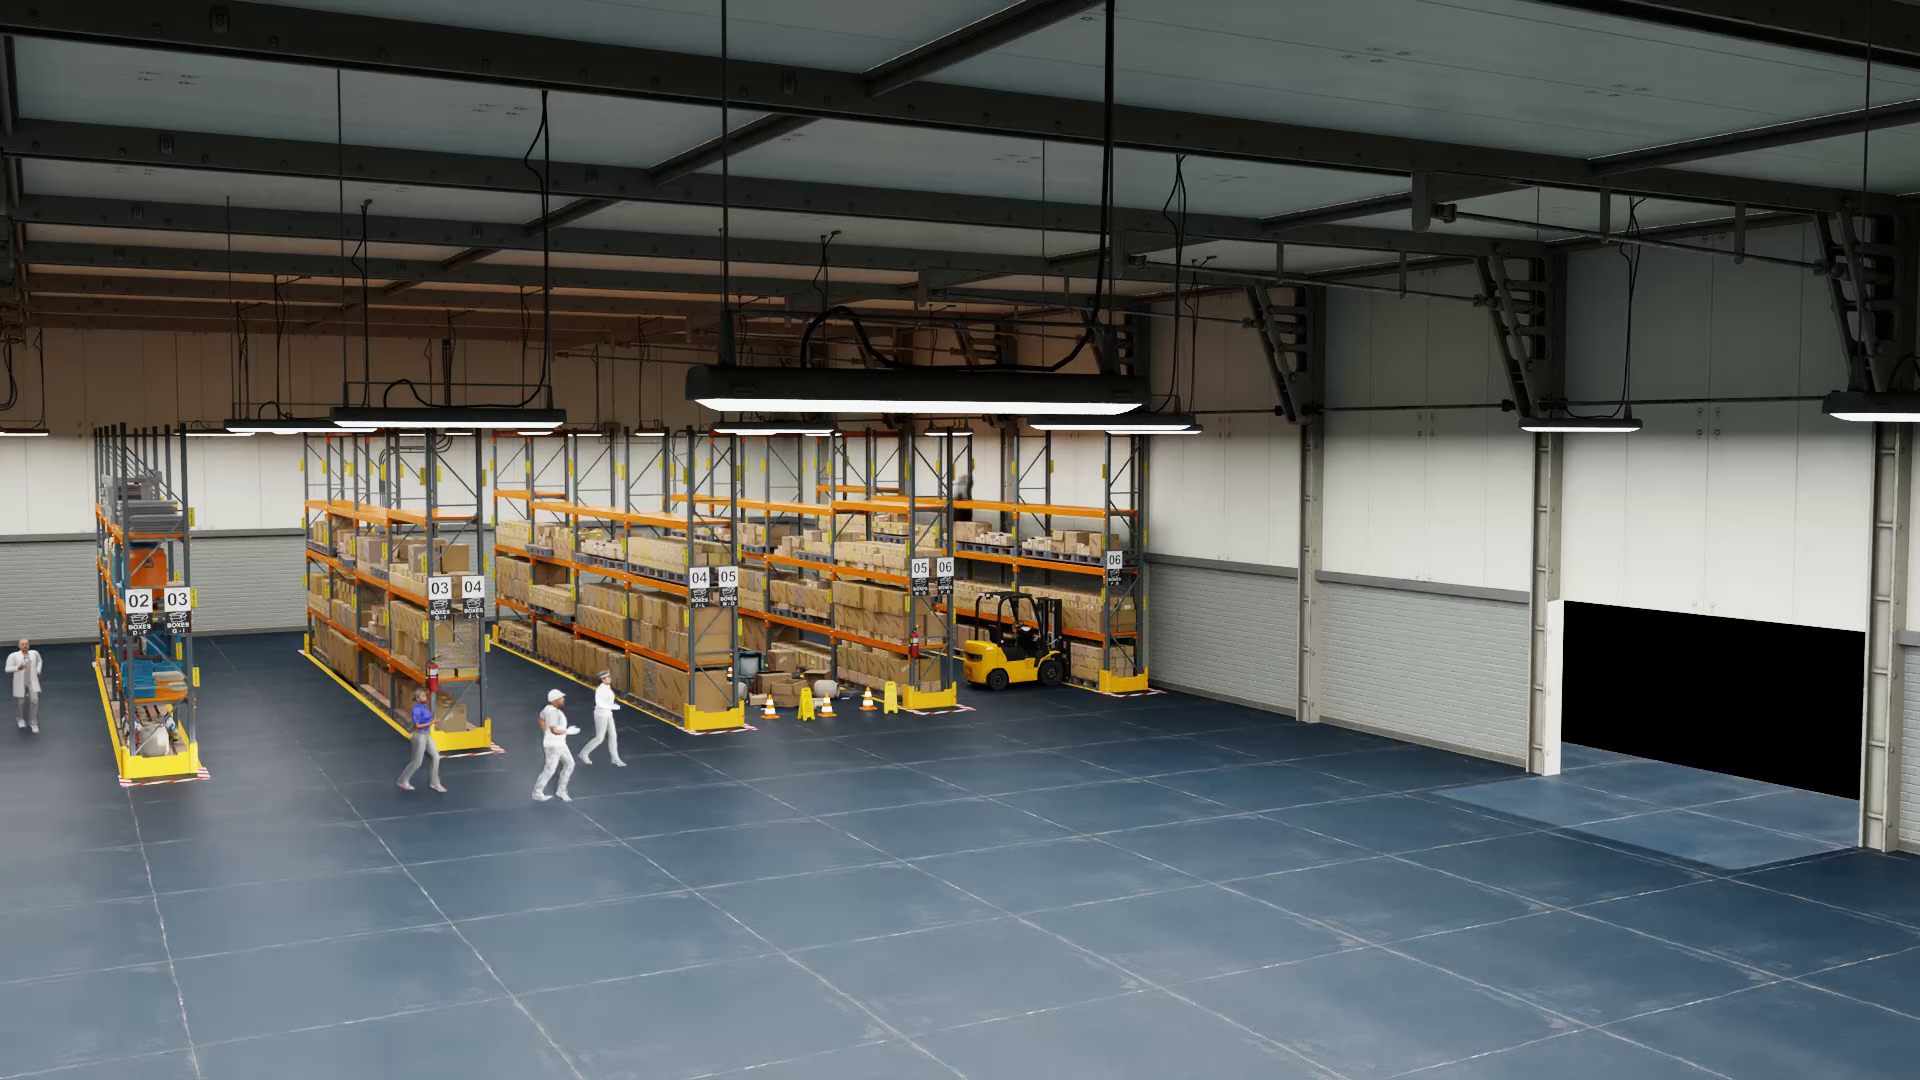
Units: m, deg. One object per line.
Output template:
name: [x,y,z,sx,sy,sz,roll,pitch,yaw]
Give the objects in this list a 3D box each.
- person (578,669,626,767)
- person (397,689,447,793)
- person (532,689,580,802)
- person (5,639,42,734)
person: [-6.259,3.114,29.089,0.825,1.724,0.632,0,3,5]
person: [-8.712,3.256,26.866,0.772,1.701,0.566,0,3,2]
person: [-6.349,3.263,26.125,0.763,1.836,0.664,0,3,-6]
person: [-18.318,2.890,32.598,0.693,1.743,0.862,-3,5,-40]
